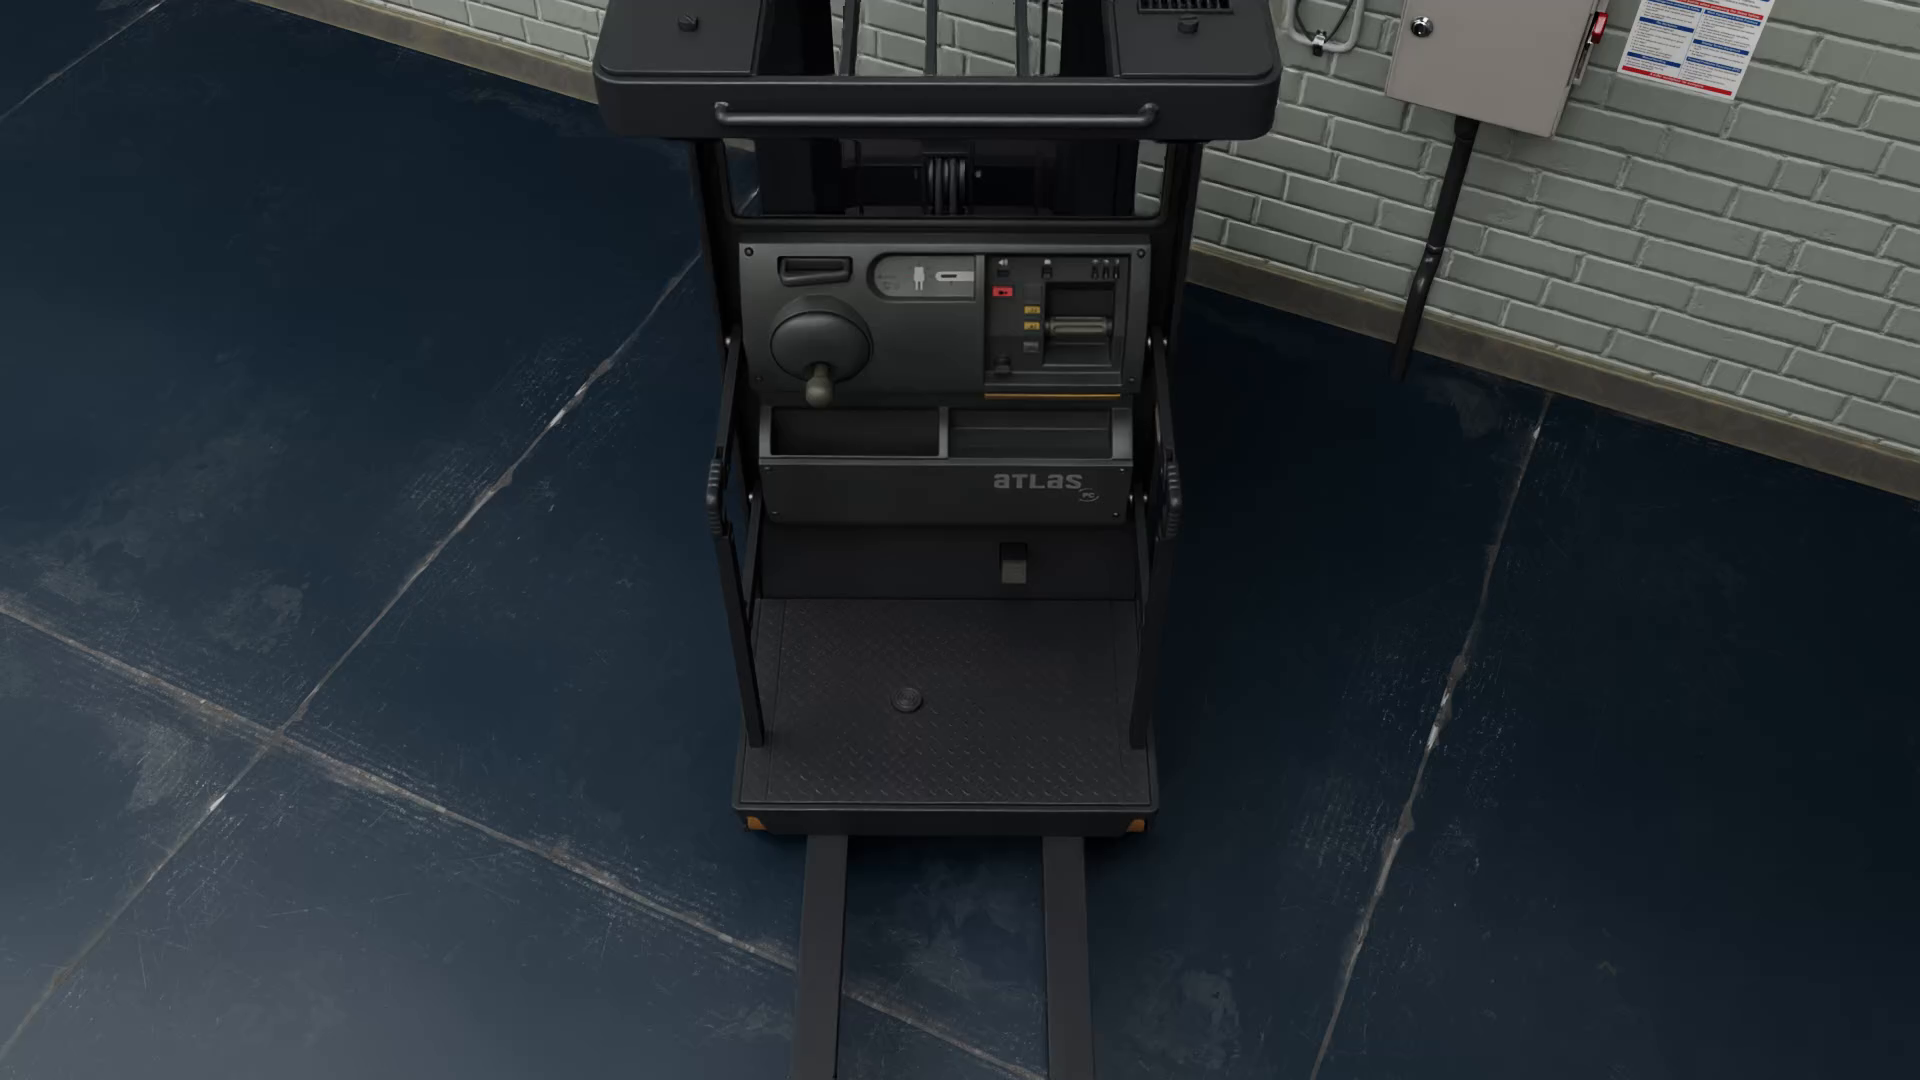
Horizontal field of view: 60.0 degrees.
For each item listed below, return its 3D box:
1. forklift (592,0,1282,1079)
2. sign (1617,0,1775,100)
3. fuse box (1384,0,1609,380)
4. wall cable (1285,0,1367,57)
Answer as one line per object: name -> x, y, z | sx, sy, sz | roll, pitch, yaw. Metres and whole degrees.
forklift -> -0.033, -0.398, 3.664 | 1.130, 2.935, 3.031 | 0, 50, 0
sign -> 2.052, -1.465, 4.589 | 0.329, 0.494, 0.001 | 20, 52, 16
fuse box -> 1.517, -1.096, 5.059 | 0.539, 1.711, 0.414 | 20, 52, 16
wall cable -> 0.967, -2.173, 4.463 | 0.588, 1.984, 0.122 | 20, 52, 16
